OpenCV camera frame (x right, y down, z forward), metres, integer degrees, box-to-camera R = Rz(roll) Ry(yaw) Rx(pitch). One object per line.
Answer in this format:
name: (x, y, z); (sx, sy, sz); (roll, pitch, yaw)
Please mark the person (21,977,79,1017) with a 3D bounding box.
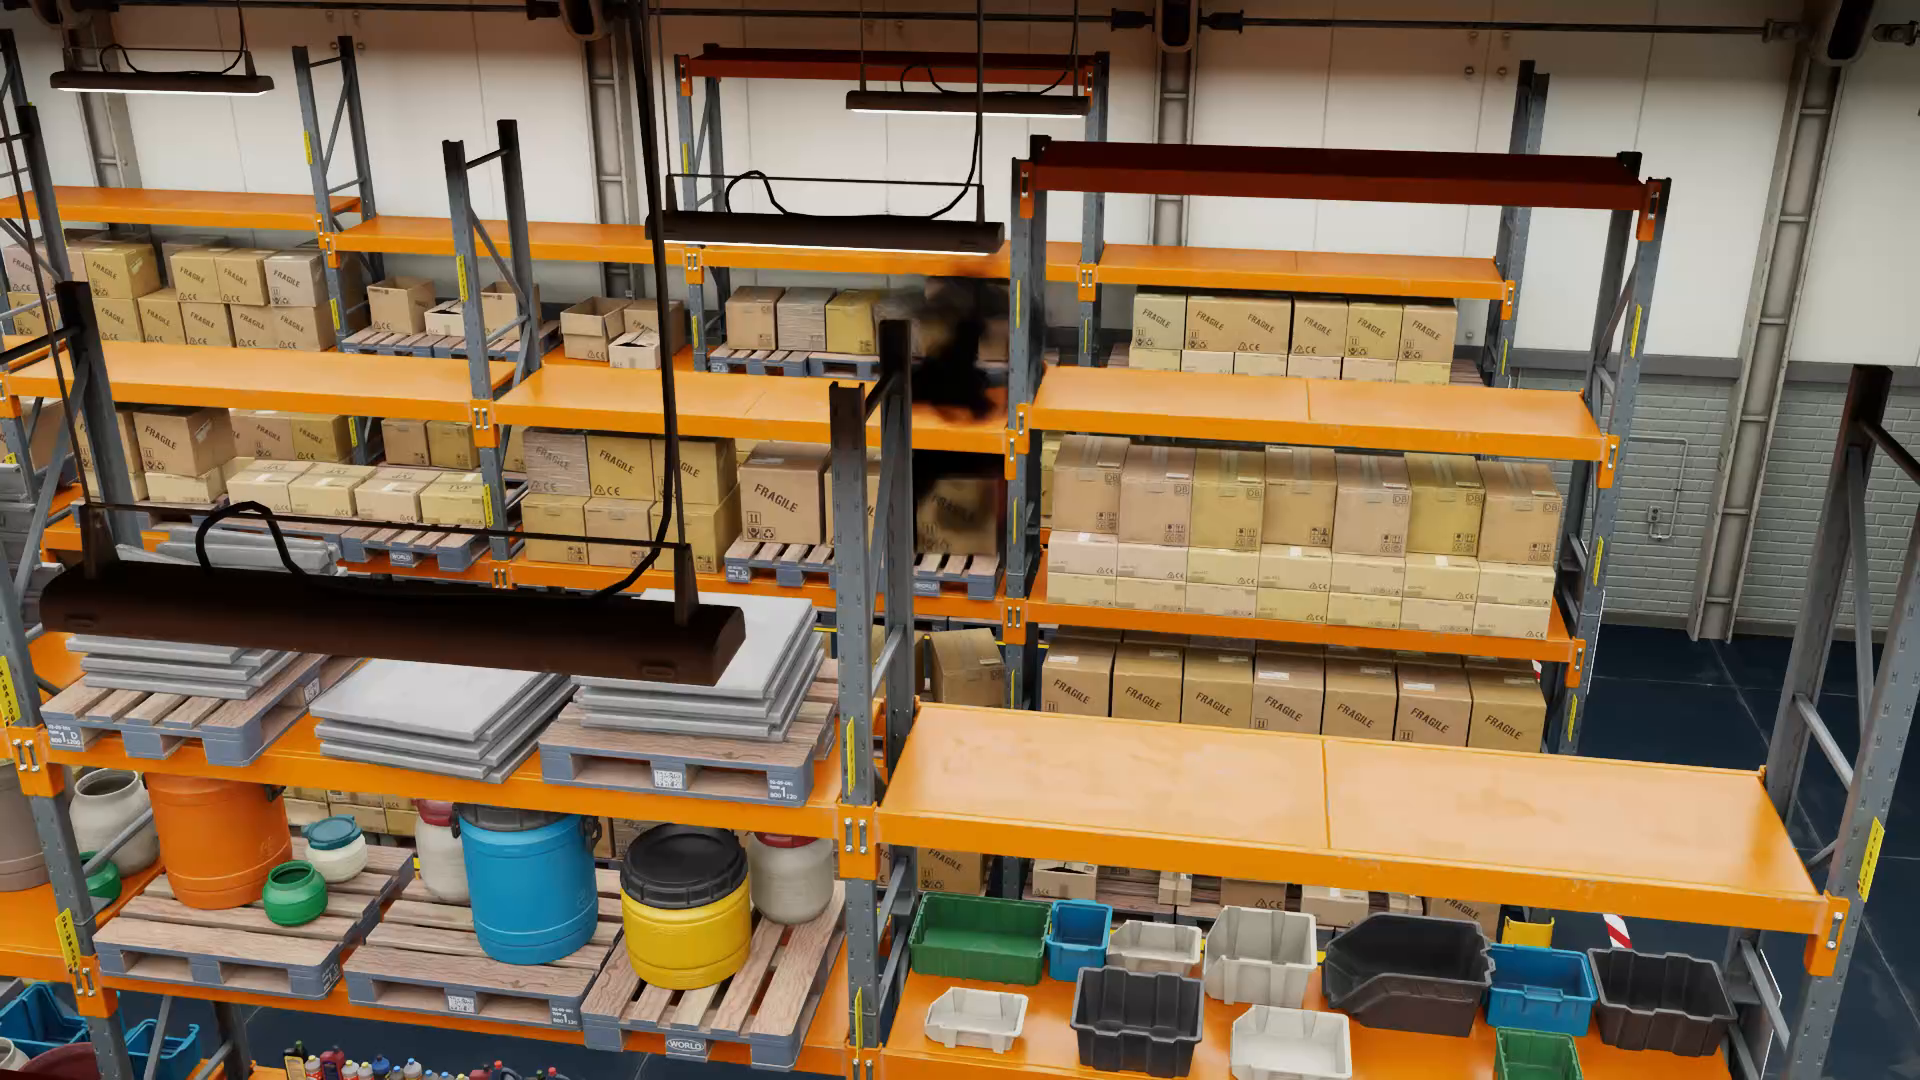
person: (-6.308, 2.915, 11.284); (0.573, 1.730, 0.710); (3, 23, 8)
